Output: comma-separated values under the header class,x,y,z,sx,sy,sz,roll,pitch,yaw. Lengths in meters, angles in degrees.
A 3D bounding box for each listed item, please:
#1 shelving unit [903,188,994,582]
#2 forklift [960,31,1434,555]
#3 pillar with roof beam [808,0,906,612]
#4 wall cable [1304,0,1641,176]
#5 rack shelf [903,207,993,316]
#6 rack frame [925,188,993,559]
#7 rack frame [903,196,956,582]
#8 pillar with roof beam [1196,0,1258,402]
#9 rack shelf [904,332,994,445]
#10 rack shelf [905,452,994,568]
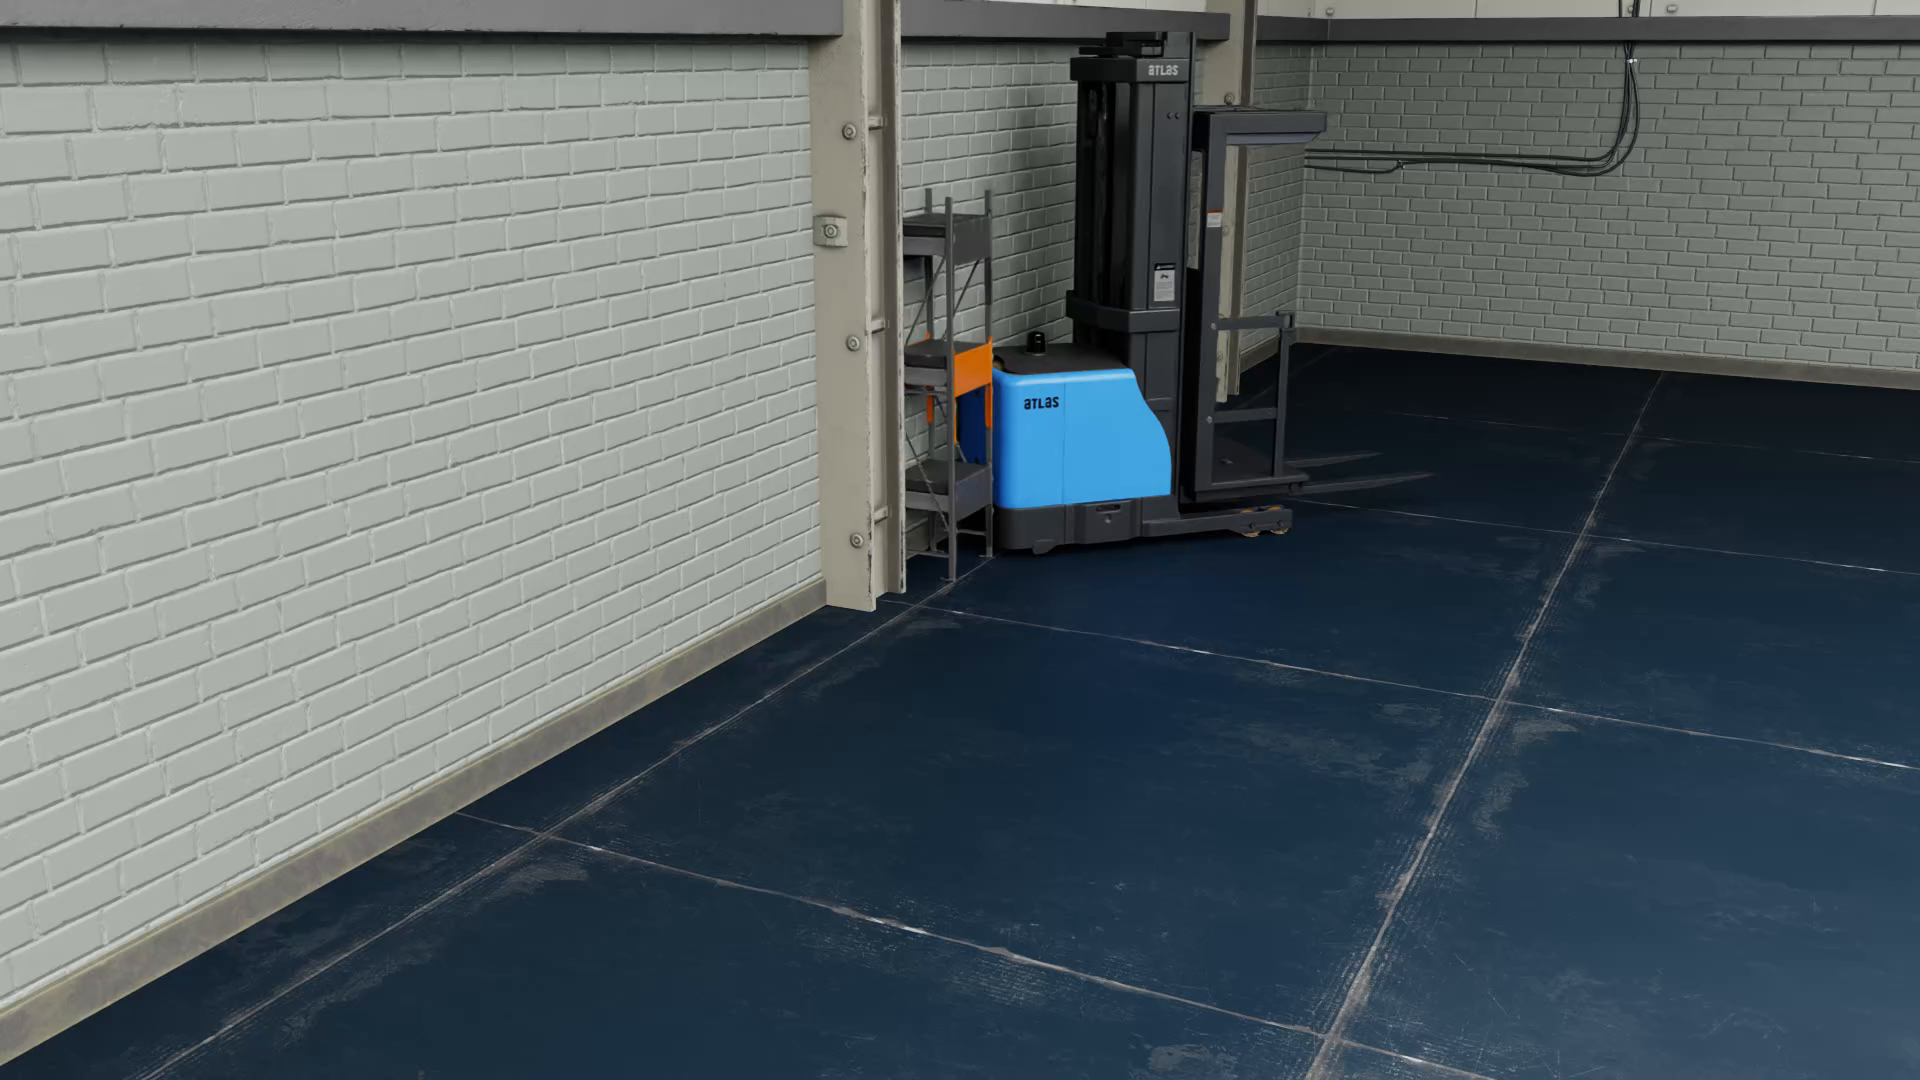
class,x,y,z,sx,sy,sz,roll,pitch,yaw
shelving unit,-0.108,-0.861,9.225,0.431,2.100,0.503,7,18,25
forklift,1.502,-1.556,10.117,3.031,2.935,1.130,-6,17,-19
pillar with roof beam,3.334,-3.458,5.861,9.100,9.000,0.400,8,18,25
wall cable,4.663,-4.627,15.253,3.097,2.526,0.112,8,18,25
rack shelf,-0.113,-1.520,9.033,0.431,0.518,0.480,7,18,25
rack frame,-0.002,-0.923,9.435,0.400,2.100,0.015,7,18,25
rack frame,-0.215,-0.799,9.014,0.400,2.100,0.015,7,18,25
pillar with roof beam,6.015,-4.986,11.007,9.100,9.000,0.400,8,18,25
rack shelf,-0.108,-0.847,9.229,0.431,0.518,0.480,7,18,25
rack shelf,-0.103,-0.175,9.424,0.431,0.518,0.480,7,18,25
